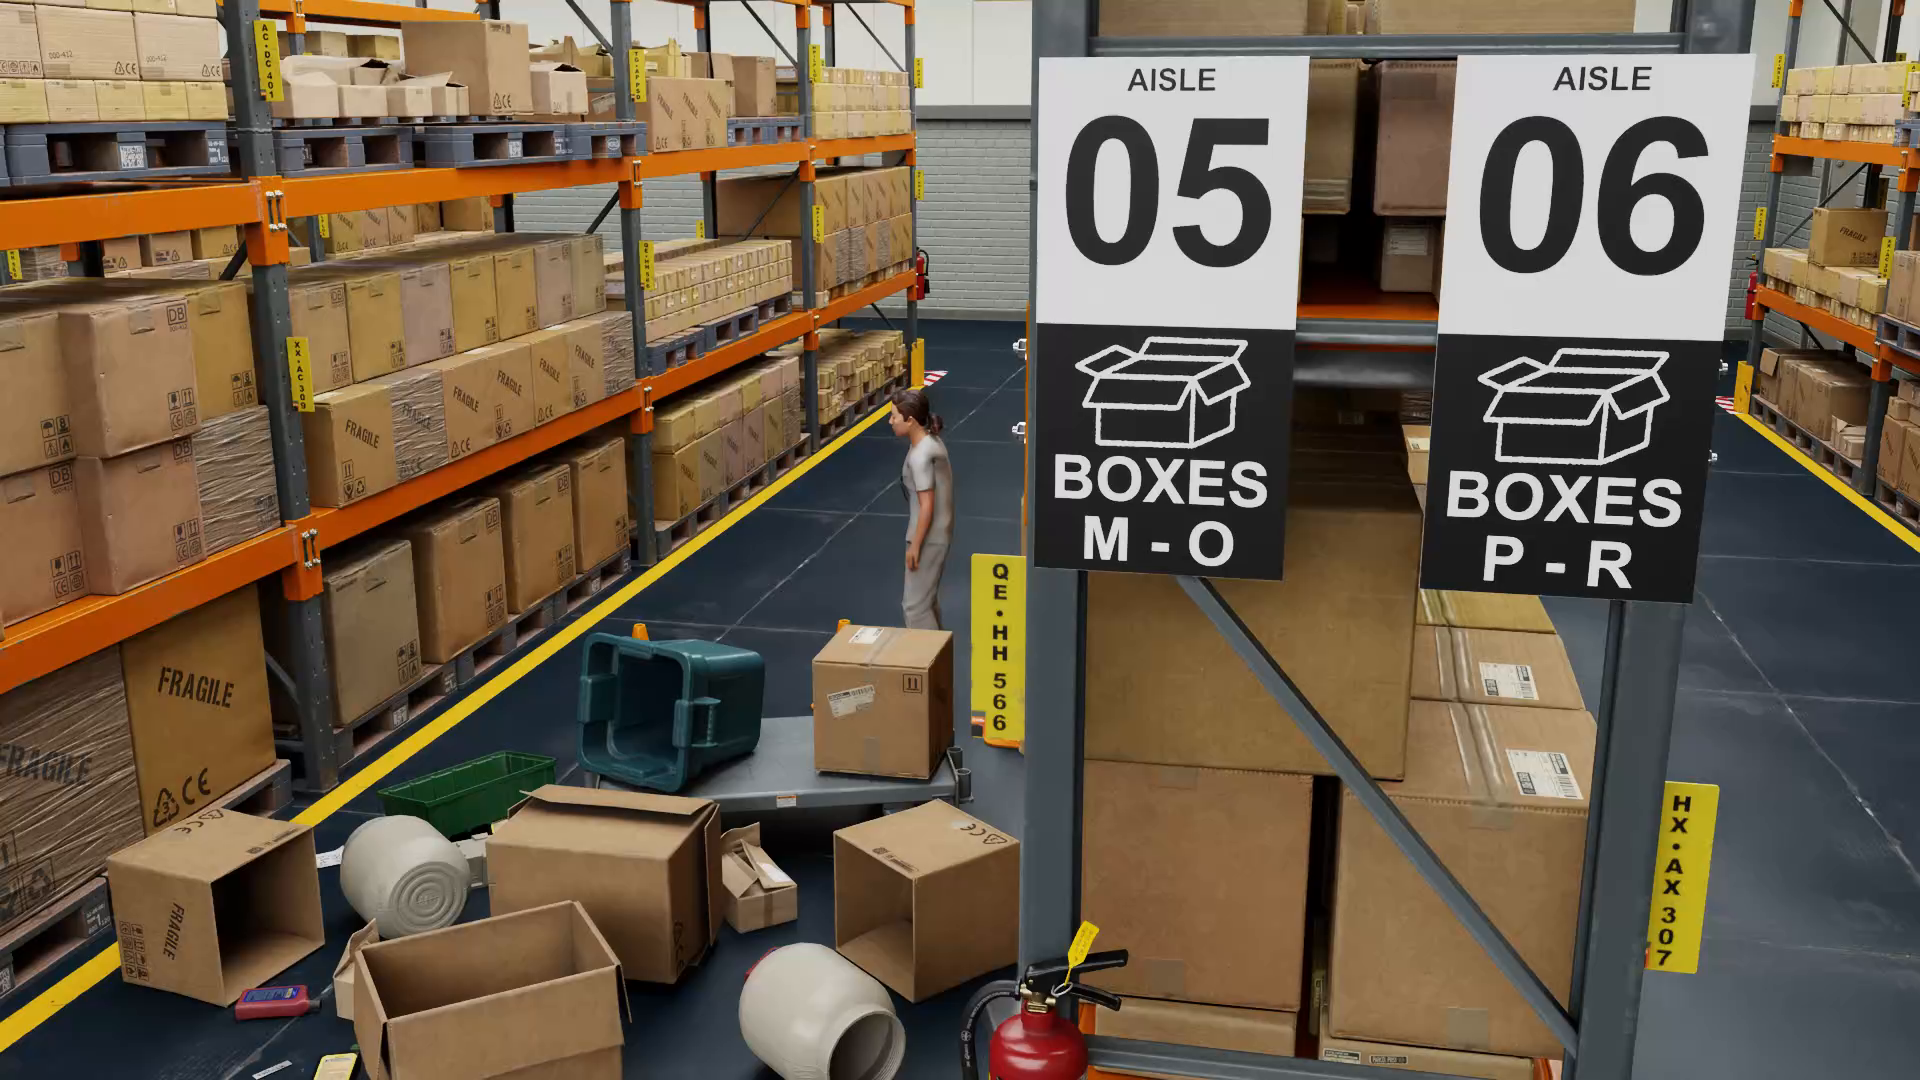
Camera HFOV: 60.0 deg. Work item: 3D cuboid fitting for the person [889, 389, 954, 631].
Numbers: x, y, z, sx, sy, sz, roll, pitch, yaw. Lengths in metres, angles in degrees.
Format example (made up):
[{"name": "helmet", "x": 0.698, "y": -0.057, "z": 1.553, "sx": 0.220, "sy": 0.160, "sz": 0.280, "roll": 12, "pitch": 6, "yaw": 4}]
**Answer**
[{"name": "person", "x": -0.206, "y": 0.006, "z": 8.993, "sx": 0.353, "sy": 1.673, "sz": 0.491, "roll": 1, "pitch": 15, "yaw": 2}]
